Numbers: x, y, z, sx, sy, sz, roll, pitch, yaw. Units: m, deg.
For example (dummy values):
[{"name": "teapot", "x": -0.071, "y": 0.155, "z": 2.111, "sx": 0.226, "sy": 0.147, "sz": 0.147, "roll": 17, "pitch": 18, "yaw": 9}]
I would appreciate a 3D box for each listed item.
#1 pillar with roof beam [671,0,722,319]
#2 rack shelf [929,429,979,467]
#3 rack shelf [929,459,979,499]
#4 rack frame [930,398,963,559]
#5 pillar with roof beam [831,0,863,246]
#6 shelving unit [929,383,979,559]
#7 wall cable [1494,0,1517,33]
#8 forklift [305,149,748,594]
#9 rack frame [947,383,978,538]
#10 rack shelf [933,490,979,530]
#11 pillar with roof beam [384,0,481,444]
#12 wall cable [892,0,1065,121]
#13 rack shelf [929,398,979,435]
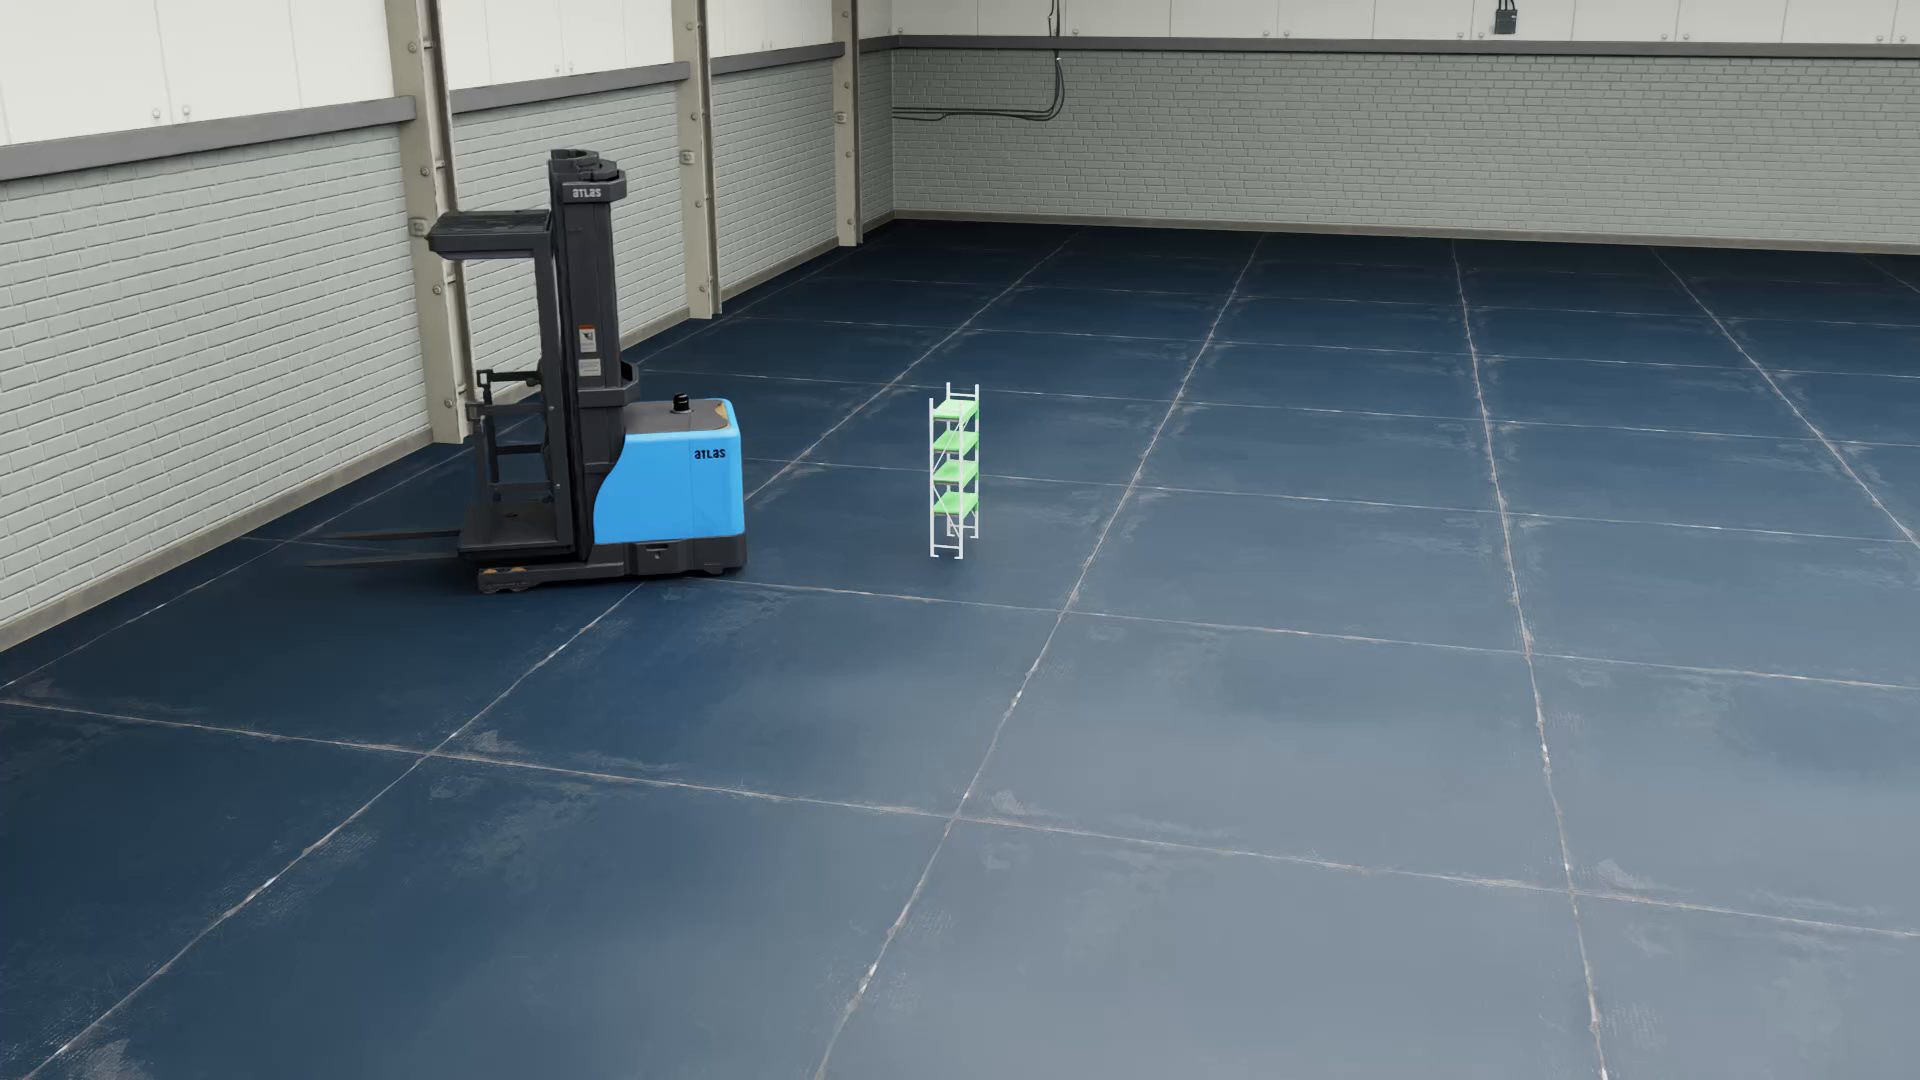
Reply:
[{"name": "pillar with roof beam", "x": 0.953, "y": -6.754, "z": 18.540, "sx": 9.100, "sy": 9.000, "sz": 0.400, "roll": 5, "pitch": 19, "yaw": 13}, {"name": "rack shelf", "x": -0.040, "y": -0.683, "z": 12.285, "sx": 0.258, "sy": 0.148, "sz": 0.480, "roll": 5, "pitch": 19, "yaw": 13}, {"name": "rack shelf", "x": -0.040, "y": -0.455, "z": 12.362, "sx": 0.258, "sy": 0.148, "sz": 0.480, "roll": 5, "pitch": 19, "yaw": 13}, {"name": "rack frame", "x": -0.100, "y": -0.439, "z": 12.118, "sx": 0.240, "sy": 1.200, "sz": 0.015, "roll": 5, "pitch": 19, "yaw": 13}, {"name": "pillar with roof beam", "x": 2.419, "y": -8.635, "z": 24.046, "sx": 9.100, "sy": 9.000, "sz": 0.400, "roll": 5, "pitch": 19, "yaw": 13}, {"name": "shelving unit", "x": -0.040, "y": -0.516, "z": 12.342, "sx": 0.258, "sy": 1.200, "sz": 0.503, "roll": 5, "pitch": 19, "yaw": 13}, {"name": "wall cable", "x": 9.448, "y": -10.649, "z": 24.680, "sx": 2.305, "sy": 6.003, "sz": 0.169, "roll": 5, "pitch": 19, "yaw": 13}, {"name": "forklift", "x": -3.102, "y": -1.199, "z": 11.664, "sx": 3.031, "sy": 2.935, "sz": 1.130, "roll": -4, "pitch": 19, "yaw": -11}, {"name": "rack frame", "x": 0.019, "y": -0.592, "z": 12.566, "sx": 0.240, "sy": 1.200, "sz": 0.015, "roll": 5, "pitch": 19, "yaw": 13}, {"name": "rack shelf", "x": -0.040, "y": -0.228, "z": 12.440, "sx": 0.258, "sy": 0.148, "sz": 0.480, "roll": 5, "pitch": 19, "yaw": 13}, {"name": "pillar with roof beam", "x": -0.513, "y": -4.874, "z": 13.034, "sx": 9.100, "sy": 9.000, "sz": 0.400, "roll": 5, "pitch": 19, "yaw": 13}, {"name": "wall cable", "x": 0.246, "y": -8.324, "z": 27.941, "sx": 3.097, "sy": 2.526, "sz": 0.112, "roll": 5, "pitch": 19, "yaw": 13}, {"name": "rack shelf", "x": -0.040, "y": -0.910, "z": 12.207, "sx": 0.258, "sy": 0.148, "sz": 0.480, "roll": 5, "pitch": 19, "yaw": 13}]
